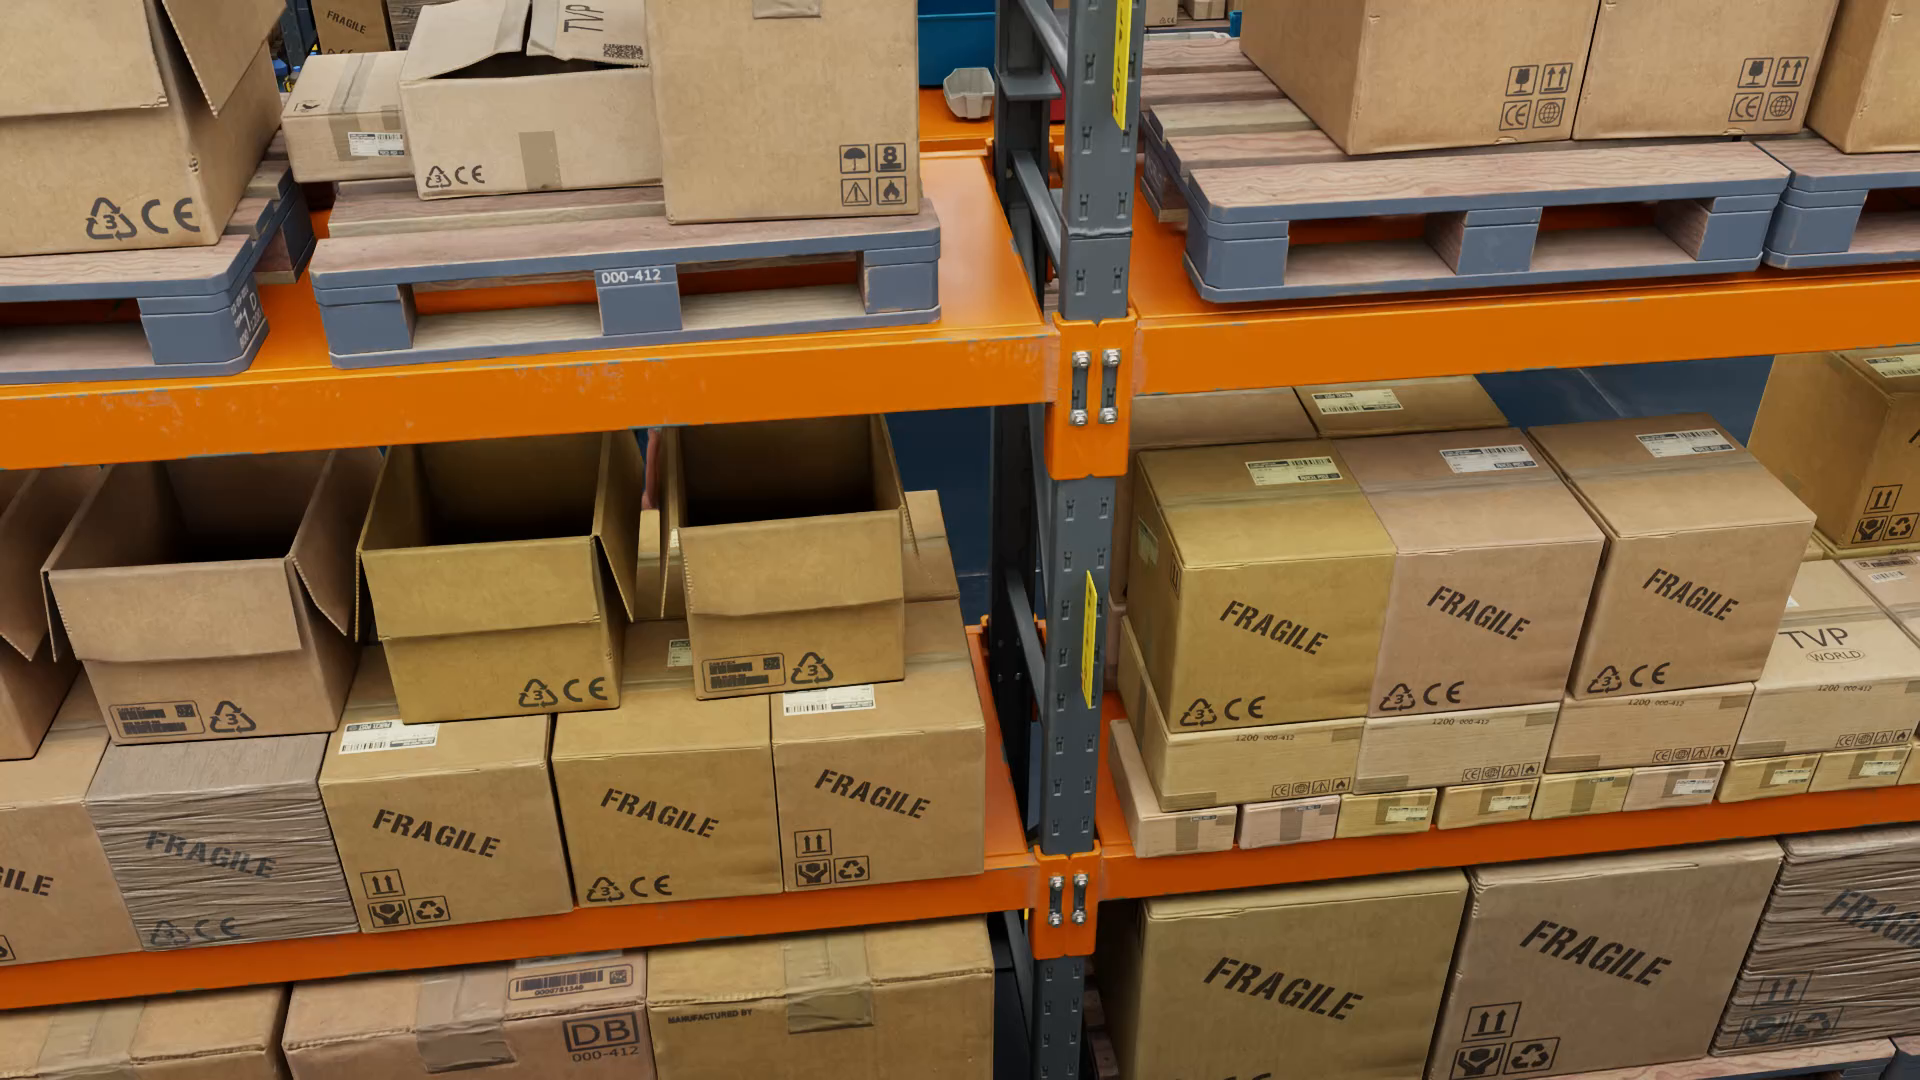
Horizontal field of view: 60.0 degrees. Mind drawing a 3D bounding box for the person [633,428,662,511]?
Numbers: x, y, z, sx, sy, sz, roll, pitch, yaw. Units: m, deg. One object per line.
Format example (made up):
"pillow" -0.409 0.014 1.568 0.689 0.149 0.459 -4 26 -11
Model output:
"person" -0.981 -0.276 6.521 0.641 1.738 0.584 21 40 27
